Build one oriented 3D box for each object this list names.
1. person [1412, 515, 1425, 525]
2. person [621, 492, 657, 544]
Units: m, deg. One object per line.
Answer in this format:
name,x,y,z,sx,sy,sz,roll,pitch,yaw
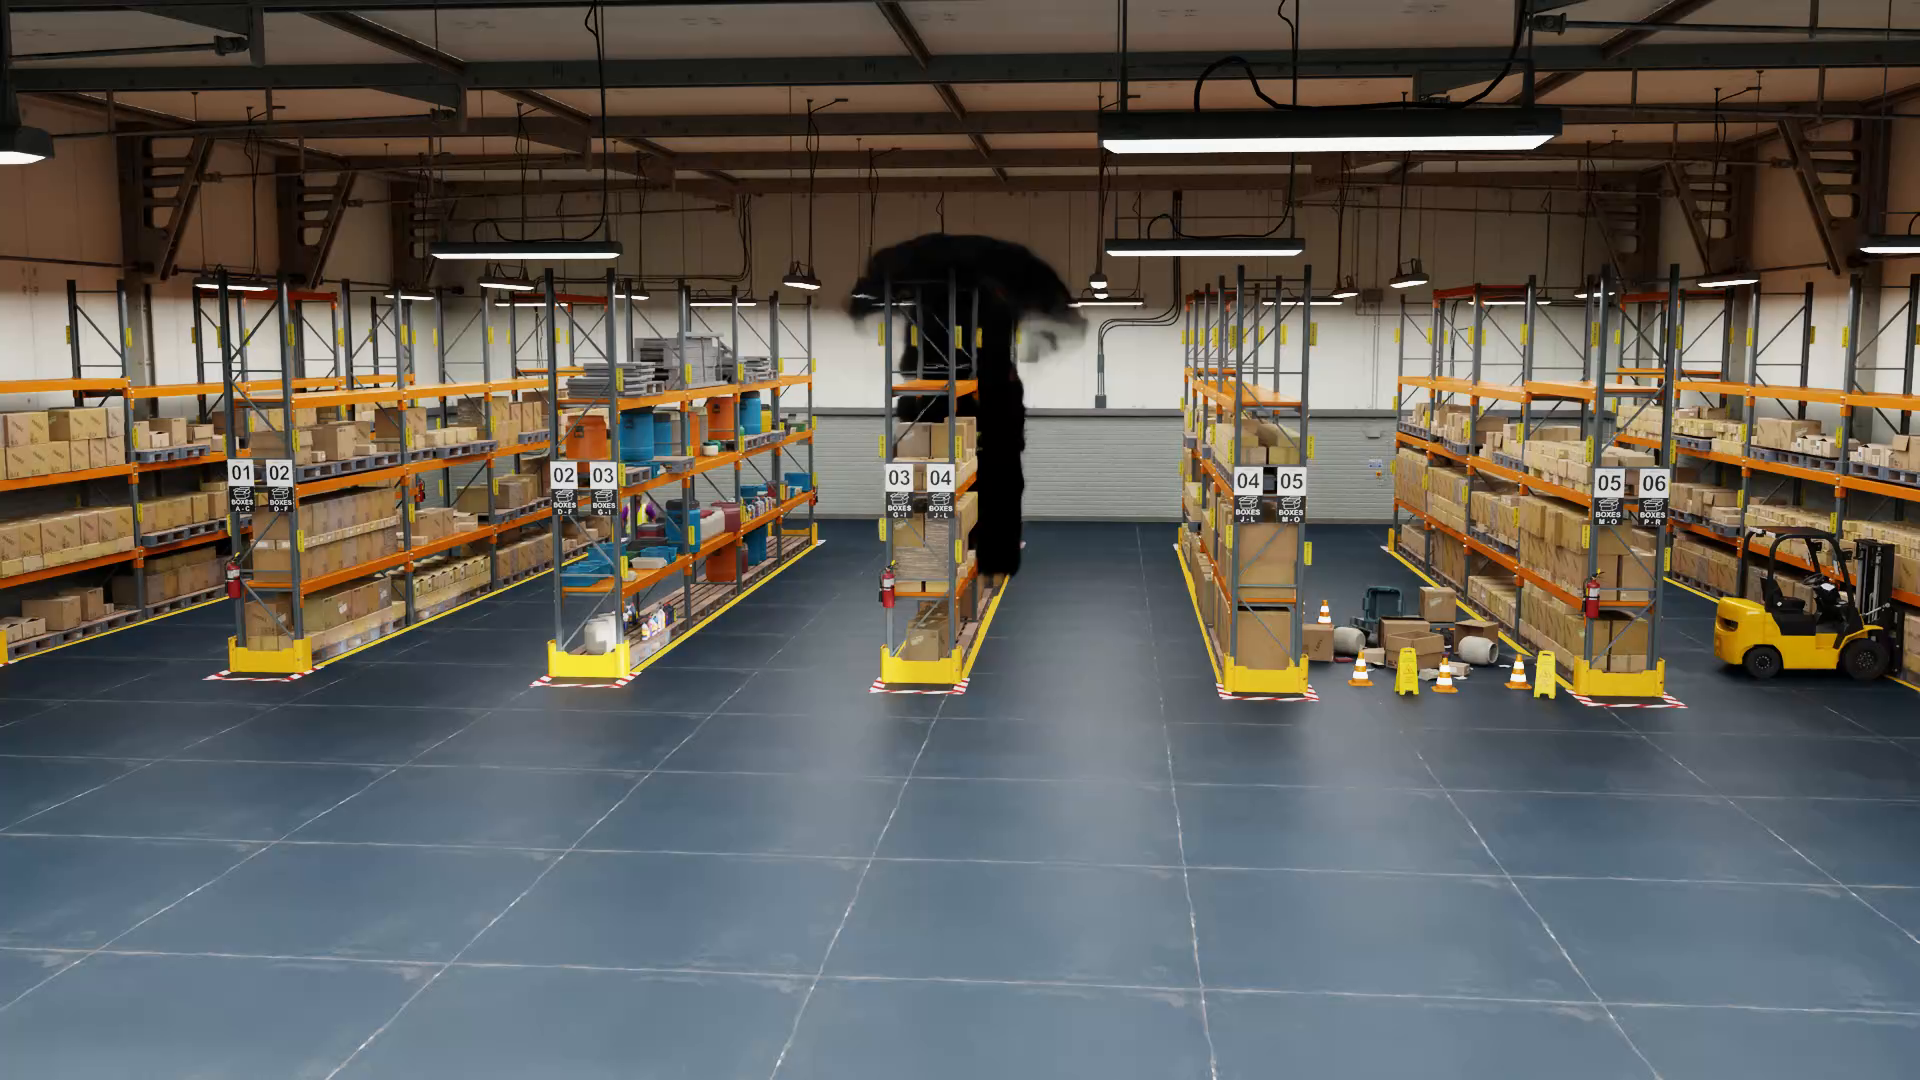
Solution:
person,11.167,-0.749,40.407,0.555,1.676,0.745,6,9,39
person,-6.351,-0.130,32.831,0.710,1.737,0.723,0,7,-2
